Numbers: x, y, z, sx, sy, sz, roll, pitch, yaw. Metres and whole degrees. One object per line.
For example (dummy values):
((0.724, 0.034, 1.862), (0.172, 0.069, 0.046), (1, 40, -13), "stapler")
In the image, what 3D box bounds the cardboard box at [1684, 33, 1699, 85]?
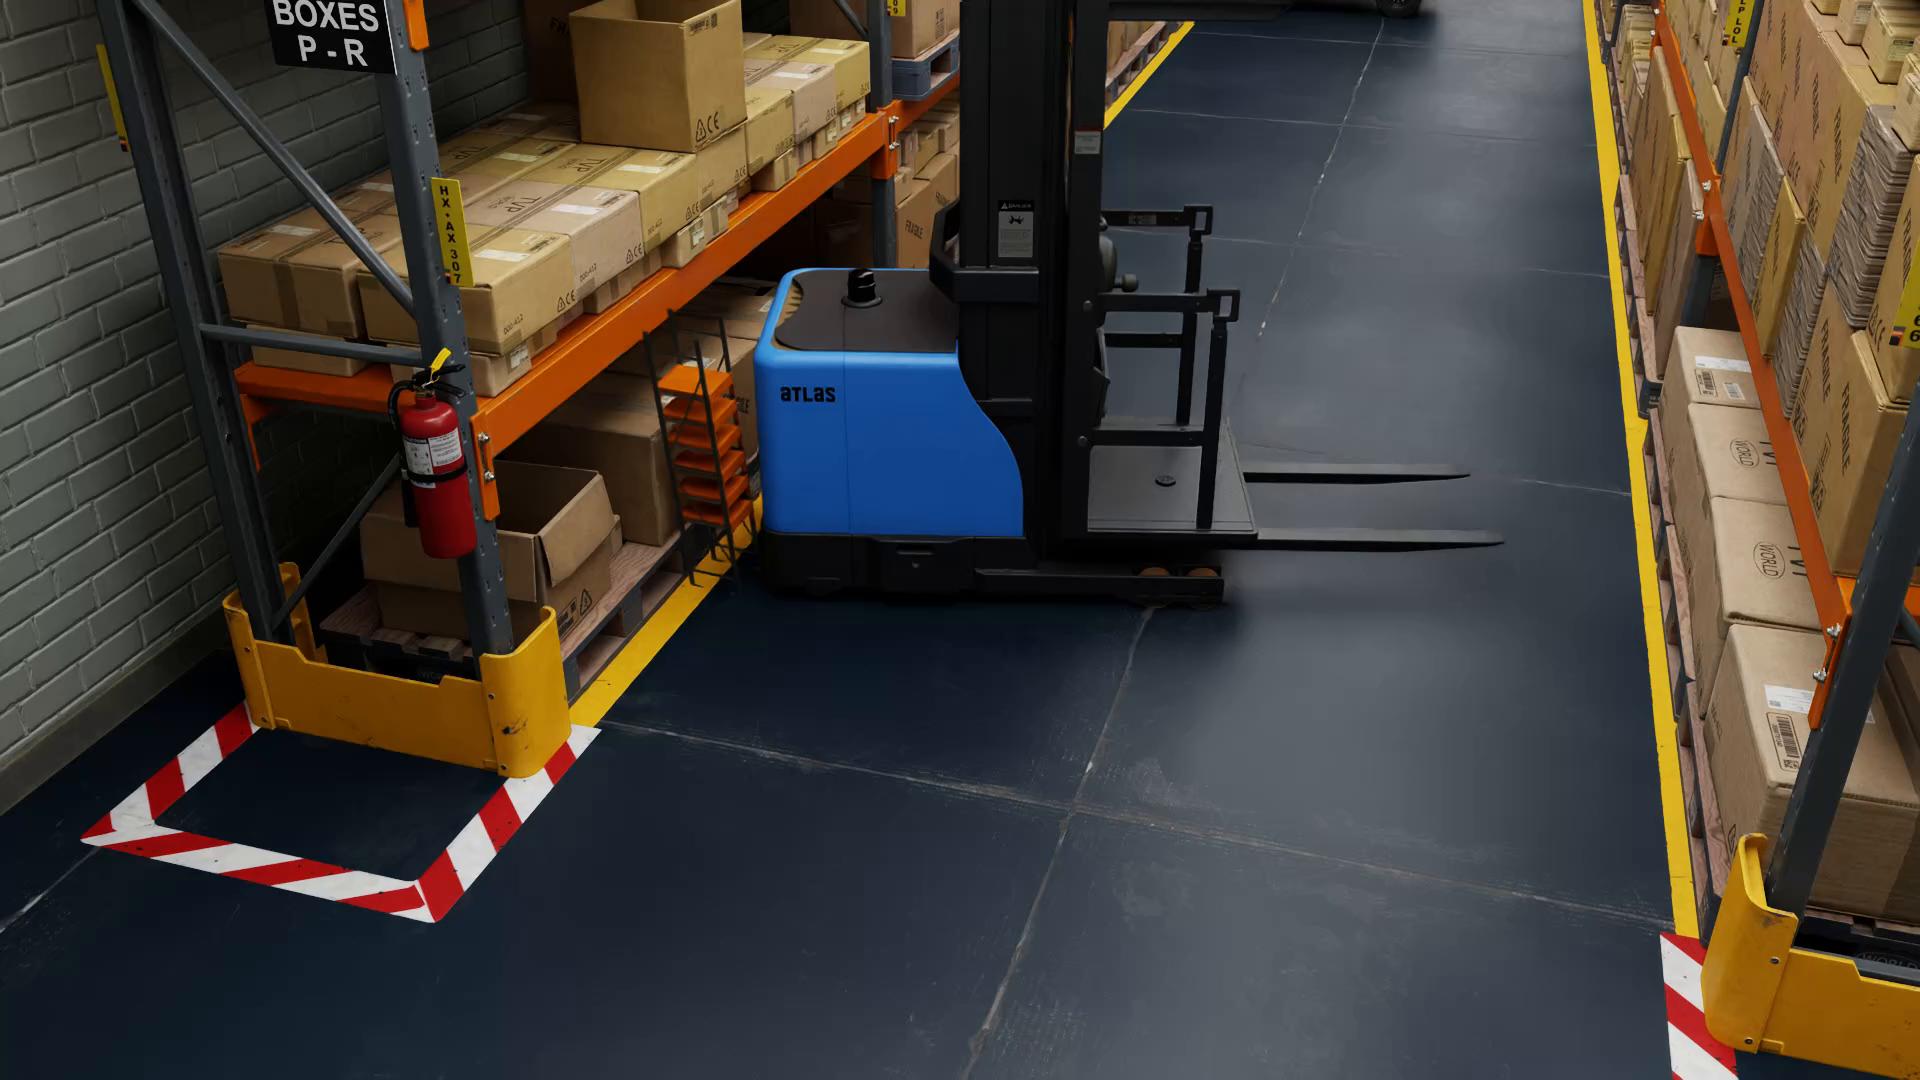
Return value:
((4.259, -2.644, 9.071), (0.500, 0.250, 0.500), (8, 30, 15), "cardboard box")

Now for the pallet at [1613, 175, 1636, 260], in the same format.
((4.774, -2.040, 10.701), (1.003, 0.211, 1.213), (8, 30, 15), "pallet")

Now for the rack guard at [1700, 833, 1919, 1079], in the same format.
((2.723, 1.207, 4.567), (1.175, 0.500, 0.348), (8, 30, 15), "rack guard")

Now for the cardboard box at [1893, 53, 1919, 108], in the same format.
((2.804, -1.221, 4.560), (0.380, 0.149, 0.250), (9, 30, 16), "cardboard box")

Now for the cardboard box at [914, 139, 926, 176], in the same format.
((-0.411, -2.226, 9.639), (0.380, 0.149, 0.250), (7, 30, 12), "cardboard box")

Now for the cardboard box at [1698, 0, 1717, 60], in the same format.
((4.087, -2.623, 8.520), (0.500, 0.250, 0.500), (9, 30, 16), "cardboard box")

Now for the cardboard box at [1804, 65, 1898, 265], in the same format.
((2.917, -1.112, 5.032), (0.500, 0.500, 0.500), (8, 30, 15), "cardboard box")

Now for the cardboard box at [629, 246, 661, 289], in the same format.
((-1.378, -1.092, 6.386), (0.380, 0.149, 0.250), (9, 30, 16), "cardboard box")

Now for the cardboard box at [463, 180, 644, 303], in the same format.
((-1.478, -1.075, 5.944), (0.500, 0.250, 0.500), (9, 30, 15), "cardboard box")

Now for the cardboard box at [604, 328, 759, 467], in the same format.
((-1.207, -0.588, 7.361), (0.500, 0.500, 0.500), (9, 30, 16), "cardboard box")

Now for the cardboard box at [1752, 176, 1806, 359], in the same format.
((3.061, -0.916, 5.708), (0.500, 0.500, 0.500), (9, 30, 16), "cardboard box")

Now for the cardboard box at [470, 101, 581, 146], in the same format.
((-1.679, -1.631, 6.945), (0.500, 0.250, 0.500), (8, 30, 15), "cardboard box")

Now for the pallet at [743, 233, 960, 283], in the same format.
((-0.640, -1.627, 9.958), (1.003, 0.211, 1.213), (8, 30, 15), "pallet")

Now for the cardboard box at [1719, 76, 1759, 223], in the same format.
((3.516, -1.619, 6.971), (0.500, 0.500, 0.500), (9, 30, 17), "cardboard box")

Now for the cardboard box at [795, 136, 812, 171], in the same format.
((-0.906, -1.802, 7.662), (0.380, 0.149, 0.250), (9, 30, 16), "cardboard box")

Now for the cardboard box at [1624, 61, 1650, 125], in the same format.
((5.462, -3.255, 12.287), (0.950, 0.372, 0.625), (8, 30, 14), "cardboard box")

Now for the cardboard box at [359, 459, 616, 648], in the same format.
((-1.746, 0.033, 6.241), (0.797, 0.503, 0.637), (7, 30, 13), "cardboard box")

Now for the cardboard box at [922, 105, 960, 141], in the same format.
((-0.159, -2.581, 10.277), (0.380, 0.149, 0.250), (10, 30, 17), "cardboard box")

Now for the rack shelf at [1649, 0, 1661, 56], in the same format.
((5.665, -4.230, 12.508), (1.077, 0.370, 4.000), (8, 30, 15), "rack shelf")

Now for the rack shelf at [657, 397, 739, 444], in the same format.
((-1.016, -0.482, 6.467), (0.258, 0.103, 0.180), (11, 39, 19), "rack shelf")

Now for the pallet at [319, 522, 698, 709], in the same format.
((-1.761, 0.209, 6.657), (1.003, 0.211, 1.213), (8, 30, 15), "pallet")

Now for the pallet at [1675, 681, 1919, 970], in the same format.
((2.890, 0.939, 5.345), (1.003, 0.211, 1.213), (8, 30, 15), "pallet")

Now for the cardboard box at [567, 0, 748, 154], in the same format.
((-1.186, -1.865, 6.594), (0.500, 0.500, 0.500), (9, 30, 16), "cardboard box")

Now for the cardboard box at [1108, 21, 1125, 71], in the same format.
((0.910, -4.373, 14.035), (0.875, 0.625, 0.625), (7, 30, 13), "cardboard box")

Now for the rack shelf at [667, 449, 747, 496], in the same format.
((-1.003, -0.289, 6.610), (0.258, 0.103, 0.180), (11, 39, 19), "rack shelf")

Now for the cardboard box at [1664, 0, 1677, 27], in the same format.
((4.694, -3.358, 10.354), (0.500, 0.250, 0.500), (8, 30, 14), "cardboard box")

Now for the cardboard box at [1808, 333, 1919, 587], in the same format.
((2.618, -0.202, 4.426), (0.500, 0.500, 0.500), (9, 30, 15), "cardboard box")

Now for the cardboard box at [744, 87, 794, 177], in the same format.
((-1.051, -1.790, 7.231), (0.500, 0.250, 0.500), (8, 30, 15), "cardboard box")

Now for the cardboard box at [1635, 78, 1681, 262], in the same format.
((4.530, -2.147, 9.777), (0.875, 0.875, 0.875), (9, 30, 15), "cardboard box")

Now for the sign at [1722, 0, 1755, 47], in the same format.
((3.382, -2.300, 7.189), (0.100, 0.325, 0.005), (8, 30, 15), "sign")

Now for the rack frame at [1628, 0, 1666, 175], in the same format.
((5.078, -3.615, 10.662), (1.000, 3.000, 0.127), (8, 30, 15), "rack frame")

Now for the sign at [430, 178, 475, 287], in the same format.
((-1.498, -0.904, 4.900), (0.100, 0.325, 0.005), (8, 30, 15), "sign")

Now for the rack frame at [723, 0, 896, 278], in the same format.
((-0.842, -2.462, 8.591), (1.000, 3.000, 0.127), (8, 30, 15), "rack frame")

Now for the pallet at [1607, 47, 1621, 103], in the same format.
((6.025, -3.893, 14.031), (1.003, 0.211, 1.213), (8, 30, 15), "pallet")

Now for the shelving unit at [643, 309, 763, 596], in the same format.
((-1.005, -0.325, 6.583), (0.258, 1.200, 0.189), (11, 39, 19), "shelving unit")

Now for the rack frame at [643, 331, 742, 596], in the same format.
((-1.040, -0.273, 6.516), (0.240, 1.200, 0.006), (11, 39, 19), "rack frame")

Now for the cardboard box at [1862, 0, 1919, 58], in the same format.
((3.061, -1.576, 5.200), (0.380, 0.149, 0.250), (9, 30, 16), "cardboard box")

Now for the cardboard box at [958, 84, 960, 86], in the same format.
((0.065, -2.951, 10.941), (0.380, 0.149, 0.250), (8, 30, 14), "cardboard box")

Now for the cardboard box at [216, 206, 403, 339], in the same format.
((-2.135, -0.919, 5.666), (0.500, 0.250, 0.500), (9, 30, 16), "cardboard box")

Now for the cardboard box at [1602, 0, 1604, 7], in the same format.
((6.469, -5.253, 16.004), (0.500, 0.250, 0.500), (9, 30, 16), "cardboard box")

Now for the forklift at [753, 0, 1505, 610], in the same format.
((0.720, -1.262, 6.504), (3.031, 2.935, 1.130), (1, 29, 2), "forklift")

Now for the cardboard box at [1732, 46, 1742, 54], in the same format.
((3.795, -2.480, 7.491), (0.500, 0.500, 0.500), (9, 30, 16), "cardboard box")

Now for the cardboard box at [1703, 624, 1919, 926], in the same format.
((2.828, 0.718, 5.077), (0.875, 0.438, 0.875), (7, 30, 13), "cardboard box")

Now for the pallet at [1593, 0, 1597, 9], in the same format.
((7.132, -5.706, 17.290), (1.003, 0.211, 1.213), (8, 30, 15), "pallet")

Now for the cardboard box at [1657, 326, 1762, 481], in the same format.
((3.617, -0.543, 7.344), (0.875, 0.438, 0.875), (8, 30, 14), "cardboard box")

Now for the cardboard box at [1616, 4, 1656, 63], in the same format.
((6.100, -4.265, 14.102), (0.950, 0.372, 0.625), (9, 30, 16), "cardboard box")

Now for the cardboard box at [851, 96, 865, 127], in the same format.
((-0.695, -2.168, 8.321), (0.380, 0.149, 0.250), (9, 30, 16), "cardboard box")

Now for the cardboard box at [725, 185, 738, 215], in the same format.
((-1.164, -1.454, 7.036), (0.380, 0.149, 0.250), (8, 30, 15), "cardboard box")

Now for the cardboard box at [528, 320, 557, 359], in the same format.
((-1.627, -0.732, 5.739), (0.380, 0.149, 0.250), (9, 30, 16), "cardboard box")

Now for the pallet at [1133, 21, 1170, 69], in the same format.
((1.327, -4.614, 15.326), (1.003, 0.211, 1.213), (8, 30, 15), "pallet")

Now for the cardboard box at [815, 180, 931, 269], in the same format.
((-0.485, -1.746, 9.443), (0.500, 0.500, 0.500), (10, 31, 17), "cardboard box")

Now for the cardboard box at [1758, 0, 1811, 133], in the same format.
((3.378, -1.816, 6.297), (0.500, 0.500, 0.500), (8, 30, 14), "cardboard box")

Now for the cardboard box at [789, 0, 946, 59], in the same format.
((-0.487, -2.882, 8.811), (0.700, 0.500, 0.500), (9, 30, 16), "cardboard box")

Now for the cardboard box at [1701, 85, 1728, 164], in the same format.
((3.794, -1.935, 7.796), (0.500, 0.250, 0.500), (8, 30, 14), "cardboard box")

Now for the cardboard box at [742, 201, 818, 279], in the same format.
((-0.981, -1.824, 9.582), (0.500, 0.500, 0.500), (8, 30, 15), "cardboard box")

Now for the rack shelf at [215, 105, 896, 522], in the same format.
((-1.429, -1.218, 7.095), (1.077, 0.370, 4.000), (8, 30, 15), "rack shelf")
